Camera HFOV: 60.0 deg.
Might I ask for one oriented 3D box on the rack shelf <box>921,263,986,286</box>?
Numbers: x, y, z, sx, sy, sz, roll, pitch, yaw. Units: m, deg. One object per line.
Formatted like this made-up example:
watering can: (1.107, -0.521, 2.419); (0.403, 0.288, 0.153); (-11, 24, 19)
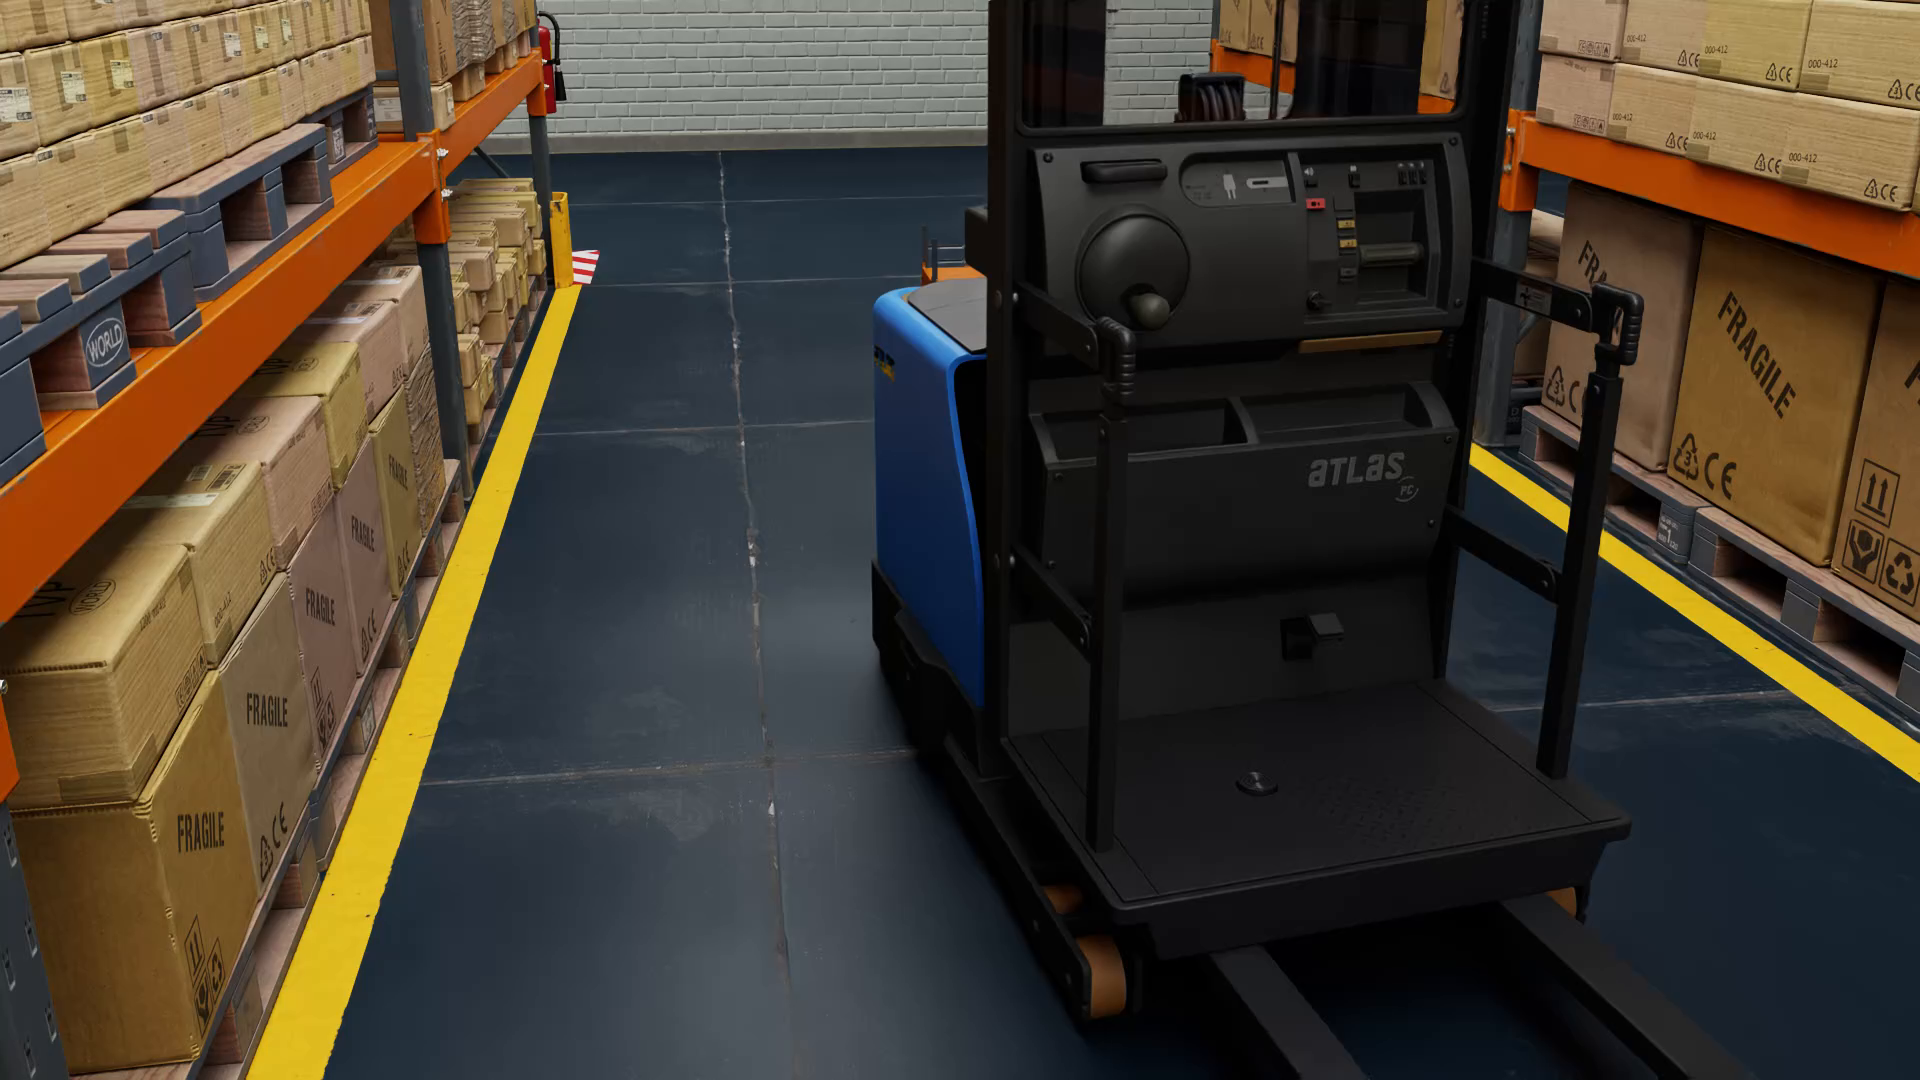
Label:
rack shelf: (-0.008, -0.766, 5.486); (0.215, 0.259, 0.240); (-3, 21, -8)

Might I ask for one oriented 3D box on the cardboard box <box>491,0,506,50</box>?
cardboard box: (-2.333, -2.434, 7.377); (0.500, 0.500, 0.500); (-2, 21, -5)

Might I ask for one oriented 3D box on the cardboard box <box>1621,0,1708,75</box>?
cardboard box: (2.482, -1.635, 5.306); (0.500, 0.250, 0.500); (-3, 21, -7)

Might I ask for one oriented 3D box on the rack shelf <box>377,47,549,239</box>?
rack shelf: (-2.578, -1.887, 7.511); (1.077, 0.370, 4.000); (-3, 21, -8)

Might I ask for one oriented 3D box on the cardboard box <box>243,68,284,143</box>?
cardboard box: (-1.845, -1.033, 3.953); (0.380, 0.149, 0.250); (-2, 21, -5)

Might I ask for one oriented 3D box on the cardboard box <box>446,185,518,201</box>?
cardboard box: (-2.560, -1.796, 8.863); (0.380, 0.149, 0.250); (-3, 21, -7)

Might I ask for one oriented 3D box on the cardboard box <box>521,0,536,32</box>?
cardboard box: (-2.547, -2.960, 8.787); (0.500, 0.500, 0.500); (-2, 21, -7)

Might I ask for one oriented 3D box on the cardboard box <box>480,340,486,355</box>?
cardboard box: (-2.150, -0.711, 6.807); (0.380, 0.149, 0.250); (-3, 21, -8)

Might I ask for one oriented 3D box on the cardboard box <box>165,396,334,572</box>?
cardboard box: (-1.704, -0.123, 3.658); (0.500, 0.250, 0.500); (-3, 21, -7)

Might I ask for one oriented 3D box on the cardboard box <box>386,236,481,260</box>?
cardboard box: (-2.337, -1.257, 7.417); (0.380, 0.149, 0.250); (-4, 21, -10)

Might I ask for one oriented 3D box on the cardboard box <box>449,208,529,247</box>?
cardboard box: (-2.328, -1.530, 8.150); (0.380, 0.149, 0.250); (-2, 21, -6)

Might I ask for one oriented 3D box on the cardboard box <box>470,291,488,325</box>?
cardboard box: (-2.274, -1.030, 7.235); (0.380, 0.149, 0.250); (-2, 21, -5)

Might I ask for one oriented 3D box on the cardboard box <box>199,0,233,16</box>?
cardboard box: (-1.811, -1.216, 3.594); (0.380, 0.149, 0.250); (-3, 21, -9)

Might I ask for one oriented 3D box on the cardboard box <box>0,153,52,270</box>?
cardboard box: (-1.616, -0.484, 2.484); (0.380, 0.149, 0.250); (-2, 21, -5)

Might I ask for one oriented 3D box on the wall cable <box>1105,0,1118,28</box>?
wall cable: (1.182, -5.643, 15.042); (0.585, 1.953, 0.123); (-3, 21, -8)

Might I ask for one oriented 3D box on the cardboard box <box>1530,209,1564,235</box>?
cardboard box: (2.480, -1.346, 8.094); (0.875, 0.438, 0.875); (-4, 21, -9)

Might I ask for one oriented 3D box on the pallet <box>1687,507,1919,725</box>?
pallet: (2.959, 0.176, 4.942); (1.003, 0.211, 1.213); (-3, 21, -8)

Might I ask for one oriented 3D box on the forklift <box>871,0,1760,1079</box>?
forklift: (0.660, -0.597, 3.125); (1.130, 2.935, 3.031); (-6, 21, -15)

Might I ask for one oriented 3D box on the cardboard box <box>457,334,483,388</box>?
cardboard box: (-2.025, -0.674, 6.283); (0.380, 0.149, 0.250); (-2, 21, -5)

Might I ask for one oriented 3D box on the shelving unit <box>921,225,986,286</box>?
shelving unit: (-0.008, -0.510, 5.582); (0.215, 1.050, 0.252); (-3, 21, -8)

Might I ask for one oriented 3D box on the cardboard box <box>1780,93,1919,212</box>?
cardboard box: (2.594, -1.050, 4.454); (0.500, 0.250, 0.500); (-3, 21, -9)

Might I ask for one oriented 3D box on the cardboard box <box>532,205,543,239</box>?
cardboard box: (-2.508, -1.749, 9.161); (0.380, 0.149, 0.250); (-3, 21, -9)

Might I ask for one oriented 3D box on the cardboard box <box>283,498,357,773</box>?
cardboard box: (-1.717, 0.218, 3.817); (0.500, 0.500, 0.500); (-3, 21, -9)

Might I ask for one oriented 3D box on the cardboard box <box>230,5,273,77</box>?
cardboard box: (-1.843, -1.166, 3.885); (0.380, 0.149, 0.250); (-3, 21, -8)

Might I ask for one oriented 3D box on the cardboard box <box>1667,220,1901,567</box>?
cardboard box: (2.901, -0.495, 5.191); (0.875, 0.875, 0.875); (-2, 21, -6)

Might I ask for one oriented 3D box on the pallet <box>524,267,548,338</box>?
pallet: (-2.773, -1.301, 8.898); (1.003, 0.211, 1.213); (-3, 21, -8)

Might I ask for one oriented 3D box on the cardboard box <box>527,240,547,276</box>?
cardboard box: (-2.446, -1.522, 8.980); (0.380, 0.149, 0.250); (-2, 21, -6)

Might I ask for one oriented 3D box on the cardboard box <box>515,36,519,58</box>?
cardboard box: (-2.541, -2.613, 8.783); (0.380, 0.149, 0.250); (-3, 21, -8)

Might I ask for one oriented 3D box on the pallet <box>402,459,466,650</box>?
pallet: (-2.176, 0.044, 5.297); (1.003, 0.211, 1.213); (-3, 21, -8)

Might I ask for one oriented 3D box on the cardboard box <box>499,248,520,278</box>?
cardboard box: (-2.325, -1.301, 7.961); (0.380, 0.149, 0.250); (-2, 21, -5)

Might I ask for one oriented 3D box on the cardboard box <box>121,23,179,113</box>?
cardboard box: (-1.738, -0.903, 3.179); (0.380, 0.149, 0.250); (-3, 21, -8)

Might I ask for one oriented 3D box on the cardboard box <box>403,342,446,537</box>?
cardboard box: (-1.933, -0.314, 5.242); (0.500, 0.500, 0.500); (-3, 21, -9)

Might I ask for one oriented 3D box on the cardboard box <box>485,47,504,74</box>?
cardboard box: (-2.421, -2.347, 8.071); (0.380, 0.149, 0.250); (-4, 21, -10)

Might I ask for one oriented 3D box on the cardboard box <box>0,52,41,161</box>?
cardboard box: (-1.625, -0.637, 2.467); (0.380, 0.149, 0.250); (-2, 21, -5)

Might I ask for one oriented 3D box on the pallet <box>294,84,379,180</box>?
pallet: (-2.323, -1.170, 4.836); (1.003, 0.211, 1.213); (-3, 21, -8)

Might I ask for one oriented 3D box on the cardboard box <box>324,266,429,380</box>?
cardboard box: (-1.932, -0.664, 5.107); (0.500, 0.250, 0.500); (-3, 21, -9)

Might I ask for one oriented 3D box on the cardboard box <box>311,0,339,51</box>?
cardboard box: (-1.965, -1.445, 4.632); (0.380, 0.149, 0.250); (-2, 21, -5)

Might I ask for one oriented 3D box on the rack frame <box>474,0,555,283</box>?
rack frame: (-2.866, -2.917, 9.239); (1.000, 3.000, 0.127); (-3, 21, -8)

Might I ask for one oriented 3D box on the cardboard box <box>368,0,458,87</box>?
cardboard box: (-2.111, -1.902, 5.954); (0.500, 0.500, 0.500); (-3, 21, -9)

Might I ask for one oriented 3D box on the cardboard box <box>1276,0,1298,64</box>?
cardboard box: (1.959, -2.717, 8.561); (0.500, 0.500, 0.500); (-3, 21, -8)

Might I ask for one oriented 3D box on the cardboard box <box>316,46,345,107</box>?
cardboard box: (-1.964, -1.307, 4.688); (0.380, 0.149, 0.250); (-3, 21, -8)

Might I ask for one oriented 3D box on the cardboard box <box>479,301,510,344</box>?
cardboard box: (-2.251, -0.983, 7.534); (0.380, 0.149, 0.250); (-3, 21, -9)

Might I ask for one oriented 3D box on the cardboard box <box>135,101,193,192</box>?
cardboard box: (-1.737, -0.763, 3.230); (0.380, 0.149, 0.250); (-2, 21, -6)

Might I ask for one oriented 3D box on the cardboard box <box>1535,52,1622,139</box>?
cardboard box: (2.397, -1.581, 5.876); (0.500, 0.250, 0.500); (-3, 21, -9)

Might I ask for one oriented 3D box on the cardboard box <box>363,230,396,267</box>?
cardboard box: (-2.786, -1.321, 7.591); (0.380, 0.149, 0.250); (-3, 21, -8)

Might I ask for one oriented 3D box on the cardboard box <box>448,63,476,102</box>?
cardboard box: (-2.213, -1.889, 6.846); (0.380, 0.149, 0.250); (-3, 21, -7)

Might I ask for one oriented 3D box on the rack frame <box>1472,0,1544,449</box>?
rack frame: (2.594, -1.817, 6.293); (1.000, 3.000, 0.127); (-3, 21, -8)

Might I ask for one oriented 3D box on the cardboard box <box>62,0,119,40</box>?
cardboard box: (-1.698, -0.944, 2.866); (0.380, 0.149, 0.250); (-4, 21, -10)

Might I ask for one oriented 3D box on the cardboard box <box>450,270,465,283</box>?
cardboard box: (-2.200, -0.985, 6.690); (0.380, 0.149, 0.250); (-3, 21, -9)
